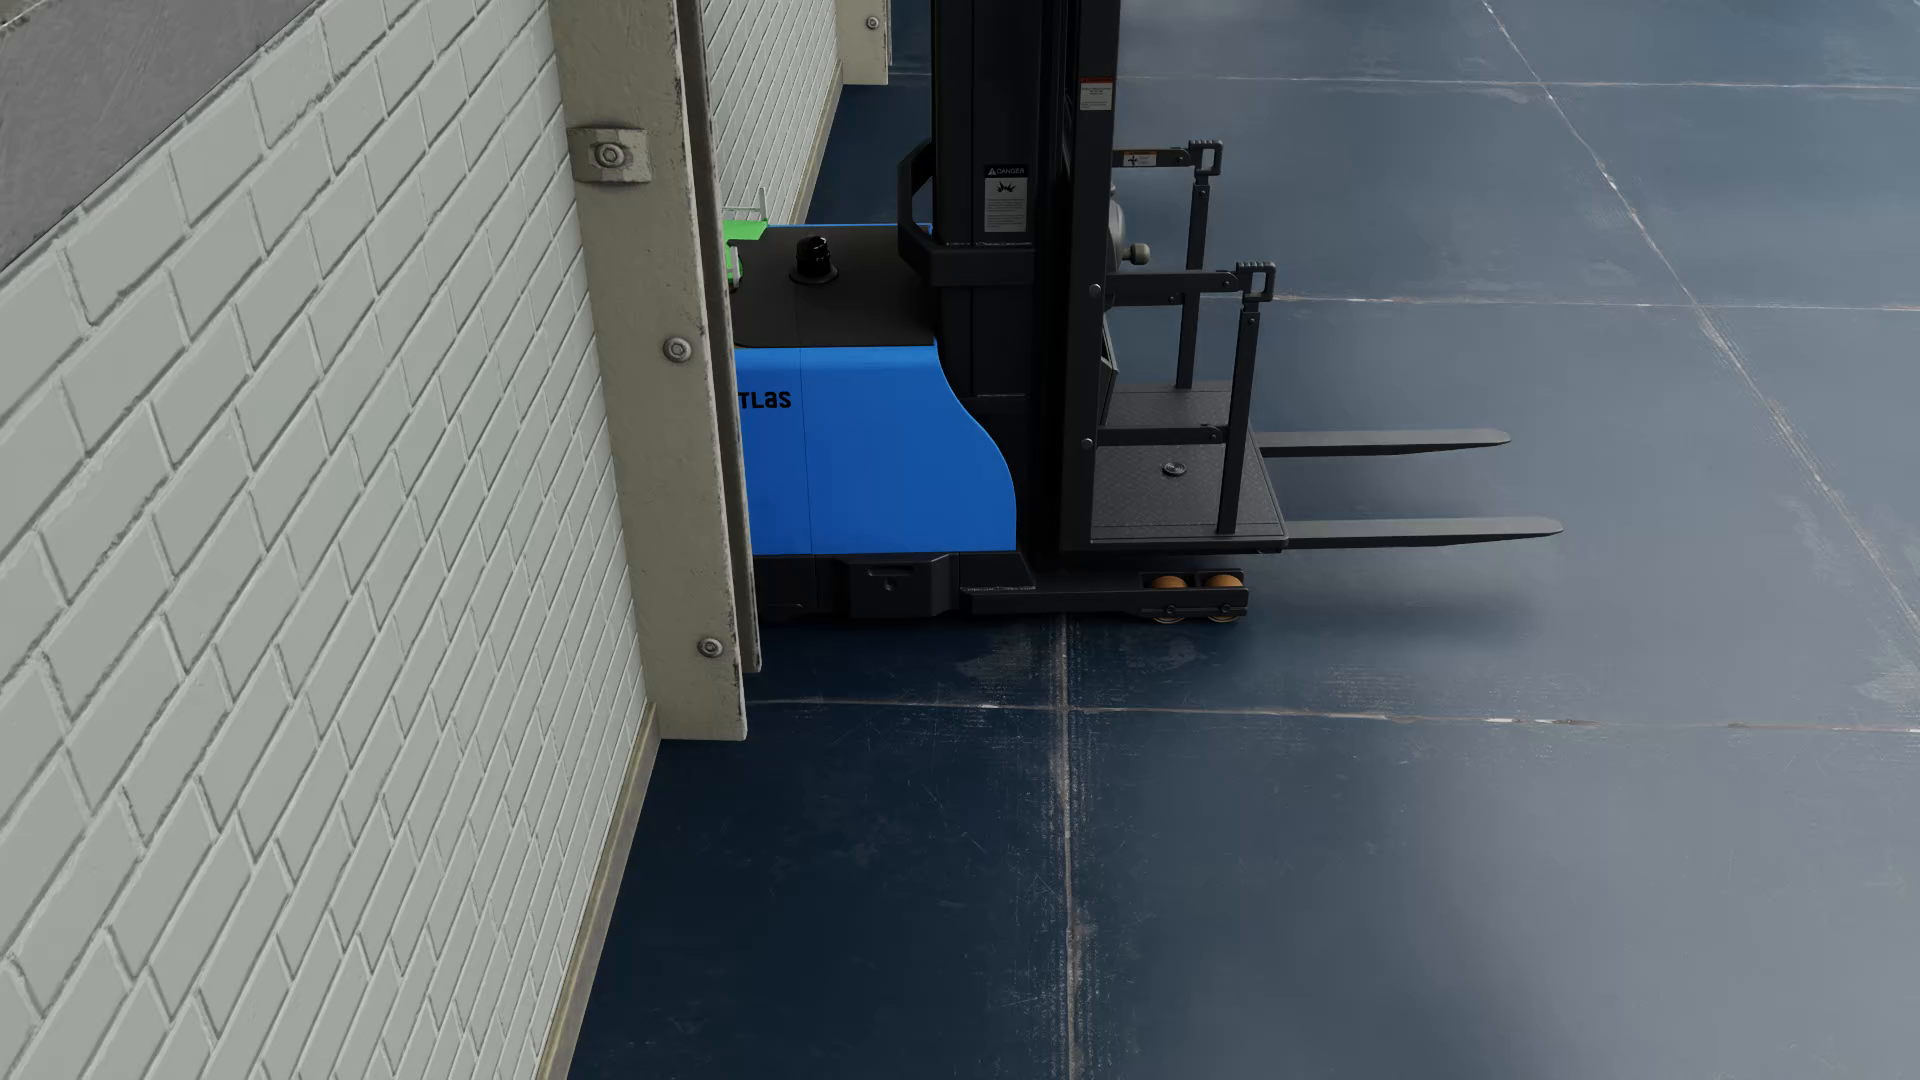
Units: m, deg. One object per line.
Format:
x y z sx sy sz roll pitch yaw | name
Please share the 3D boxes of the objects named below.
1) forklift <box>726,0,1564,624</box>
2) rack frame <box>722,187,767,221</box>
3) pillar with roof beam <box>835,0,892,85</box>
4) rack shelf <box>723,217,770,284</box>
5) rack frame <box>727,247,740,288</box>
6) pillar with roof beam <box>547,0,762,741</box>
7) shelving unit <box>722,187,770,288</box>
0.624 -1.212 5.425 3.031 2.935 1.130 -1 35 -2 | forklift
-0.808 -0.769 6.278 0.240 1.200 0.015 3 36 5 | rack frame
3.706 -6.504 7.678 9.100 9.000 0.400 1 35 2 | pillar with roof beam
-0.836 -0.967 5.839 0.258 0.148 0.480 3 36 5 | rack shelf
-0.855 -0.487 5.882 0.240 1.200 0.015 3 36 5 | rack frame
3.465 -3.056 2.773 9.100 9.000 0.400 1 35 2 | pillar with roof beam
-0.831 -0.628 6.080 0.258 1.200 0.503 3 36 5 | shelving unit
